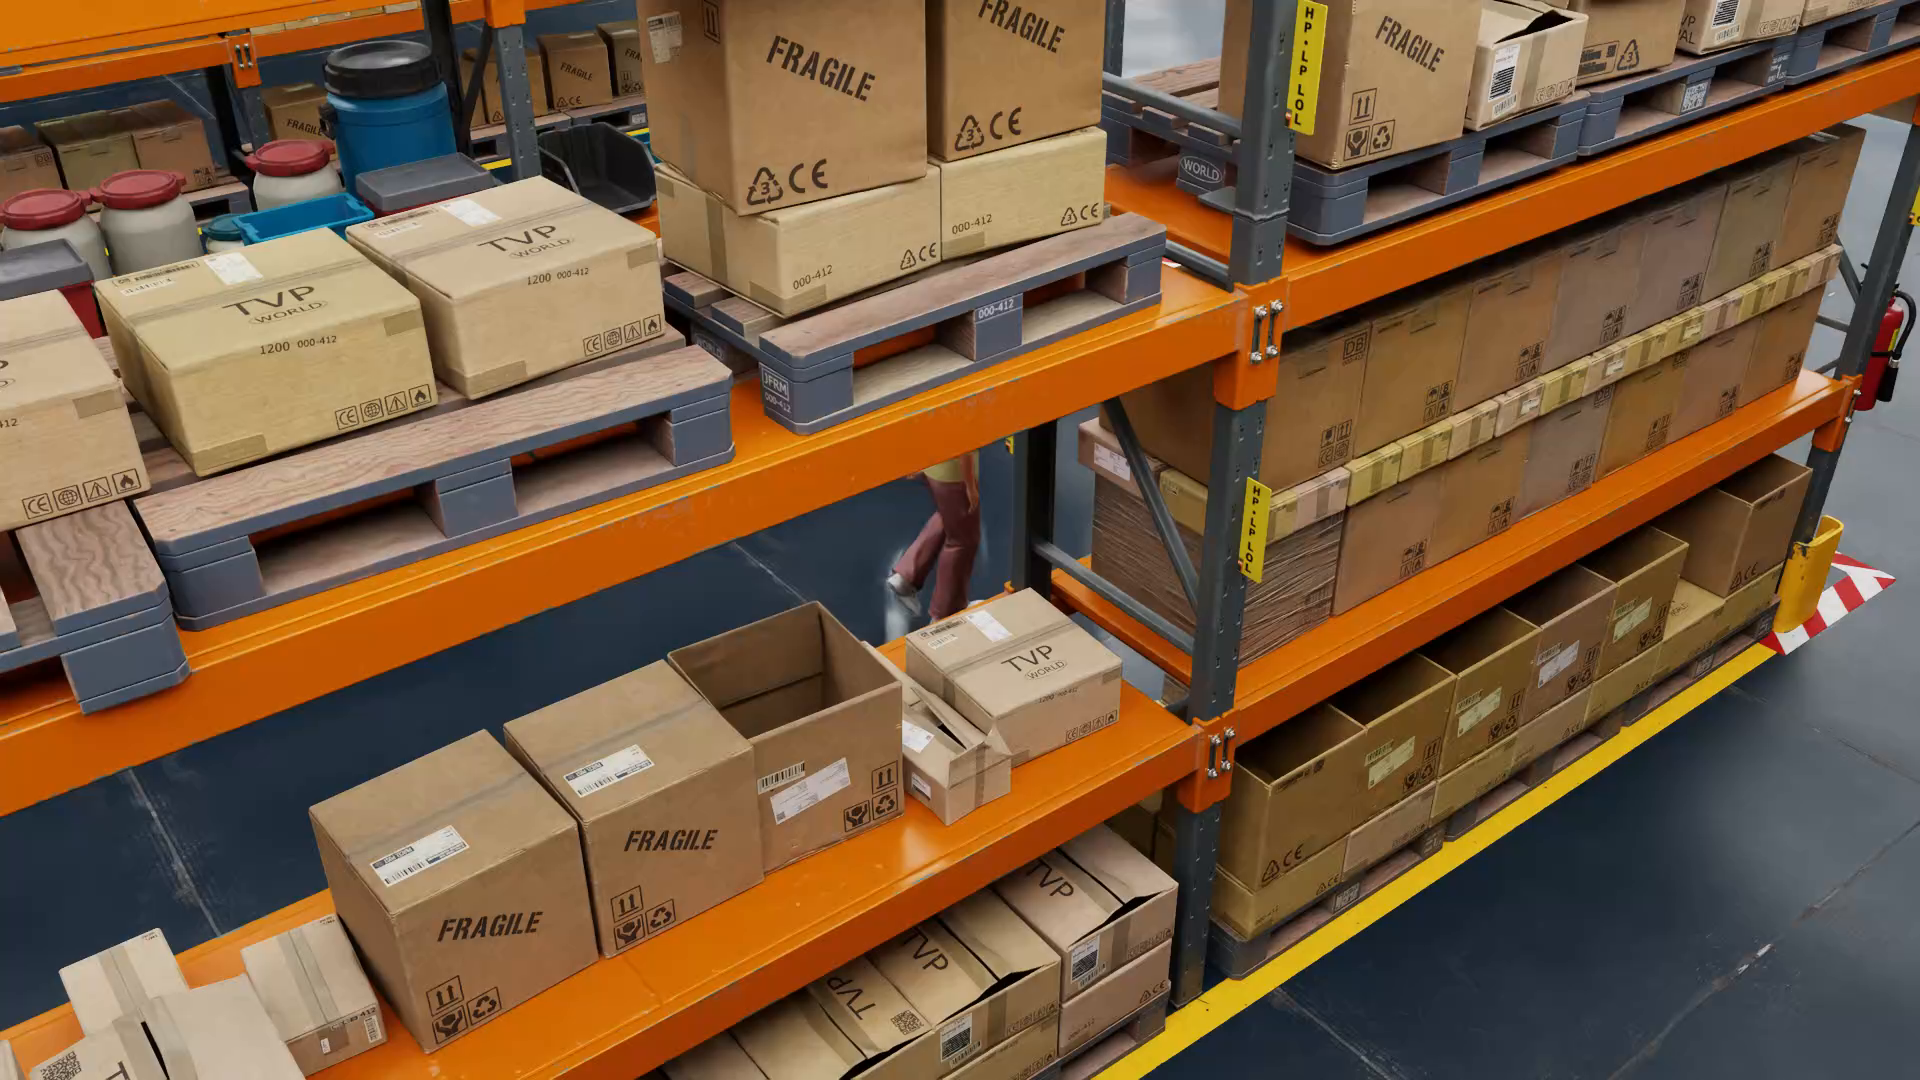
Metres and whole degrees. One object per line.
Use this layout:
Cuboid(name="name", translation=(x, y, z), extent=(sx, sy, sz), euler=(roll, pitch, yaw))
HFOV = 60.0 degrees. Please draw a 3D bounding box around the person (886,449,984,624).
Cuboid(name="person", translation=(-0.089, -0.311, 7.581), extent=(0.501, 1.660, 0.479), euler=(-19, 37, -27))
